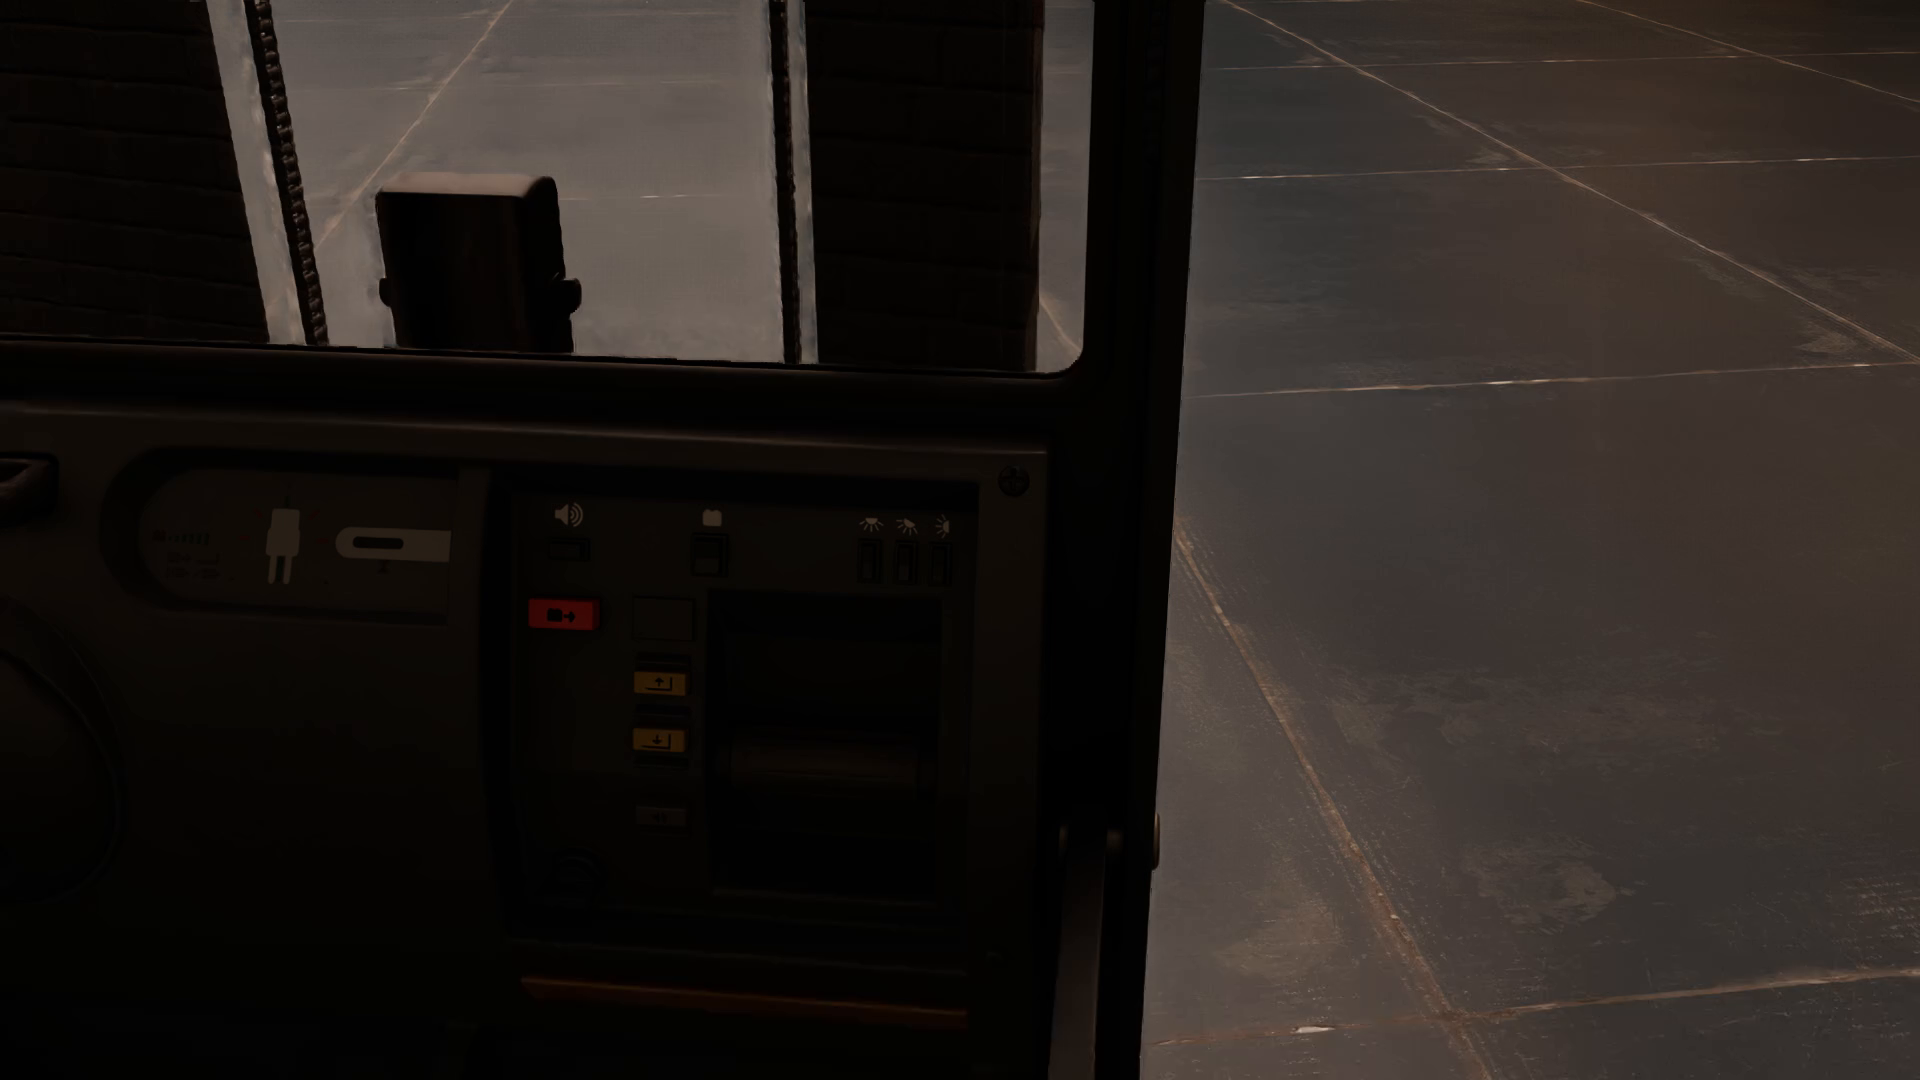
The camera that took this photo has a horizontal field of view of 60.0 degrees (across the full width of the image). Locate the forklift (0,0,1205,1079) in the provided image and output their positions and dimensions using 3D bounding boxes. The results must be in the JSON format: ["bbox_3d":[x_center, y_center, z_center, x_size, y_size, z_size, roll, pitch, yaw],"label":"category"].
[{"bbox_3d":[-0.428,0.139,0.943,1.130,2.935,3.031,3,26,6],"label":"forklift"}]
